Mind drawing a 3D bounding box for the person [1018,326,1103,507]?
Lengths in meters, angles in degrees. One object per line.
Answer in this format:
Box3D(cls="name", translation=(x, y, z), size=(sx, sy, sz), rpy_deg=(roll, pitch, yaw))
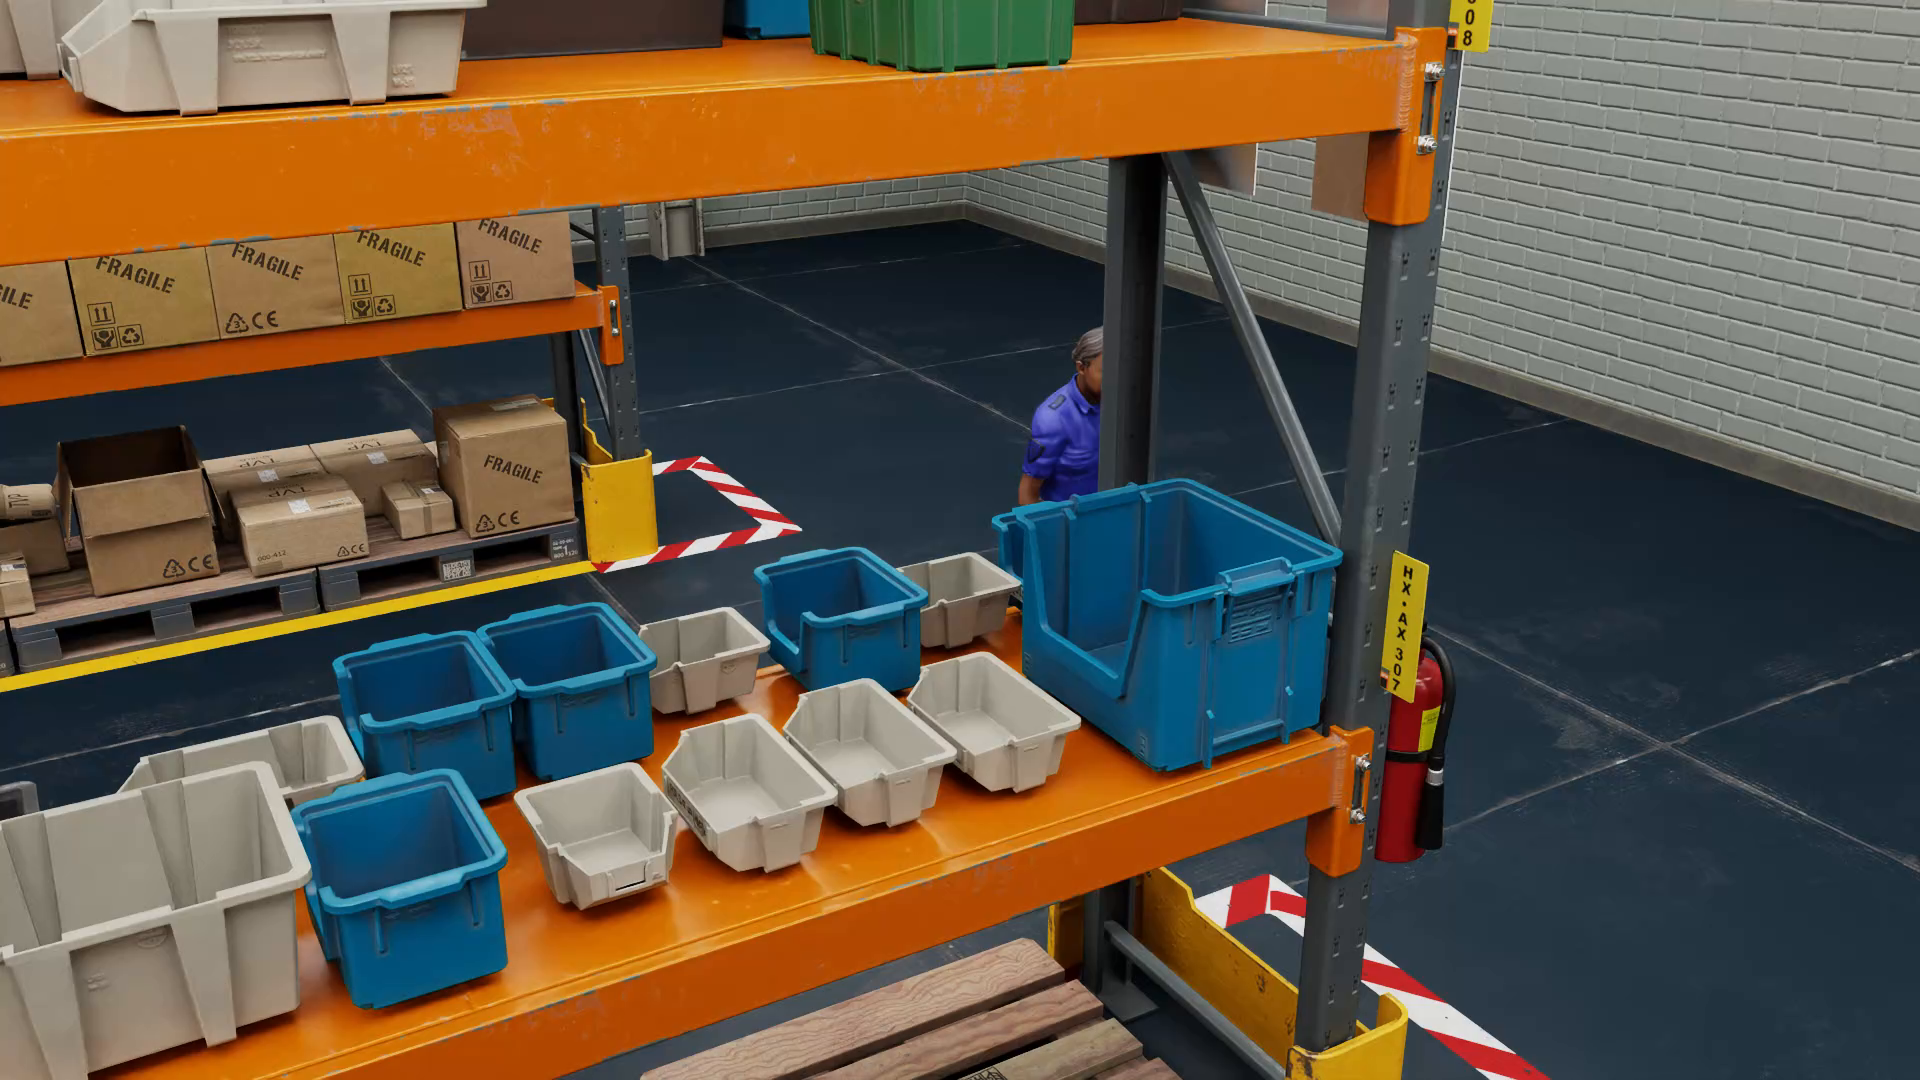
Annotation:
Box3D(cls="person", translation=(0.431, 0.020, 6.046), size=(0.516, 1.654, 0.353), rpy_deg=(-13, 25, -29))
